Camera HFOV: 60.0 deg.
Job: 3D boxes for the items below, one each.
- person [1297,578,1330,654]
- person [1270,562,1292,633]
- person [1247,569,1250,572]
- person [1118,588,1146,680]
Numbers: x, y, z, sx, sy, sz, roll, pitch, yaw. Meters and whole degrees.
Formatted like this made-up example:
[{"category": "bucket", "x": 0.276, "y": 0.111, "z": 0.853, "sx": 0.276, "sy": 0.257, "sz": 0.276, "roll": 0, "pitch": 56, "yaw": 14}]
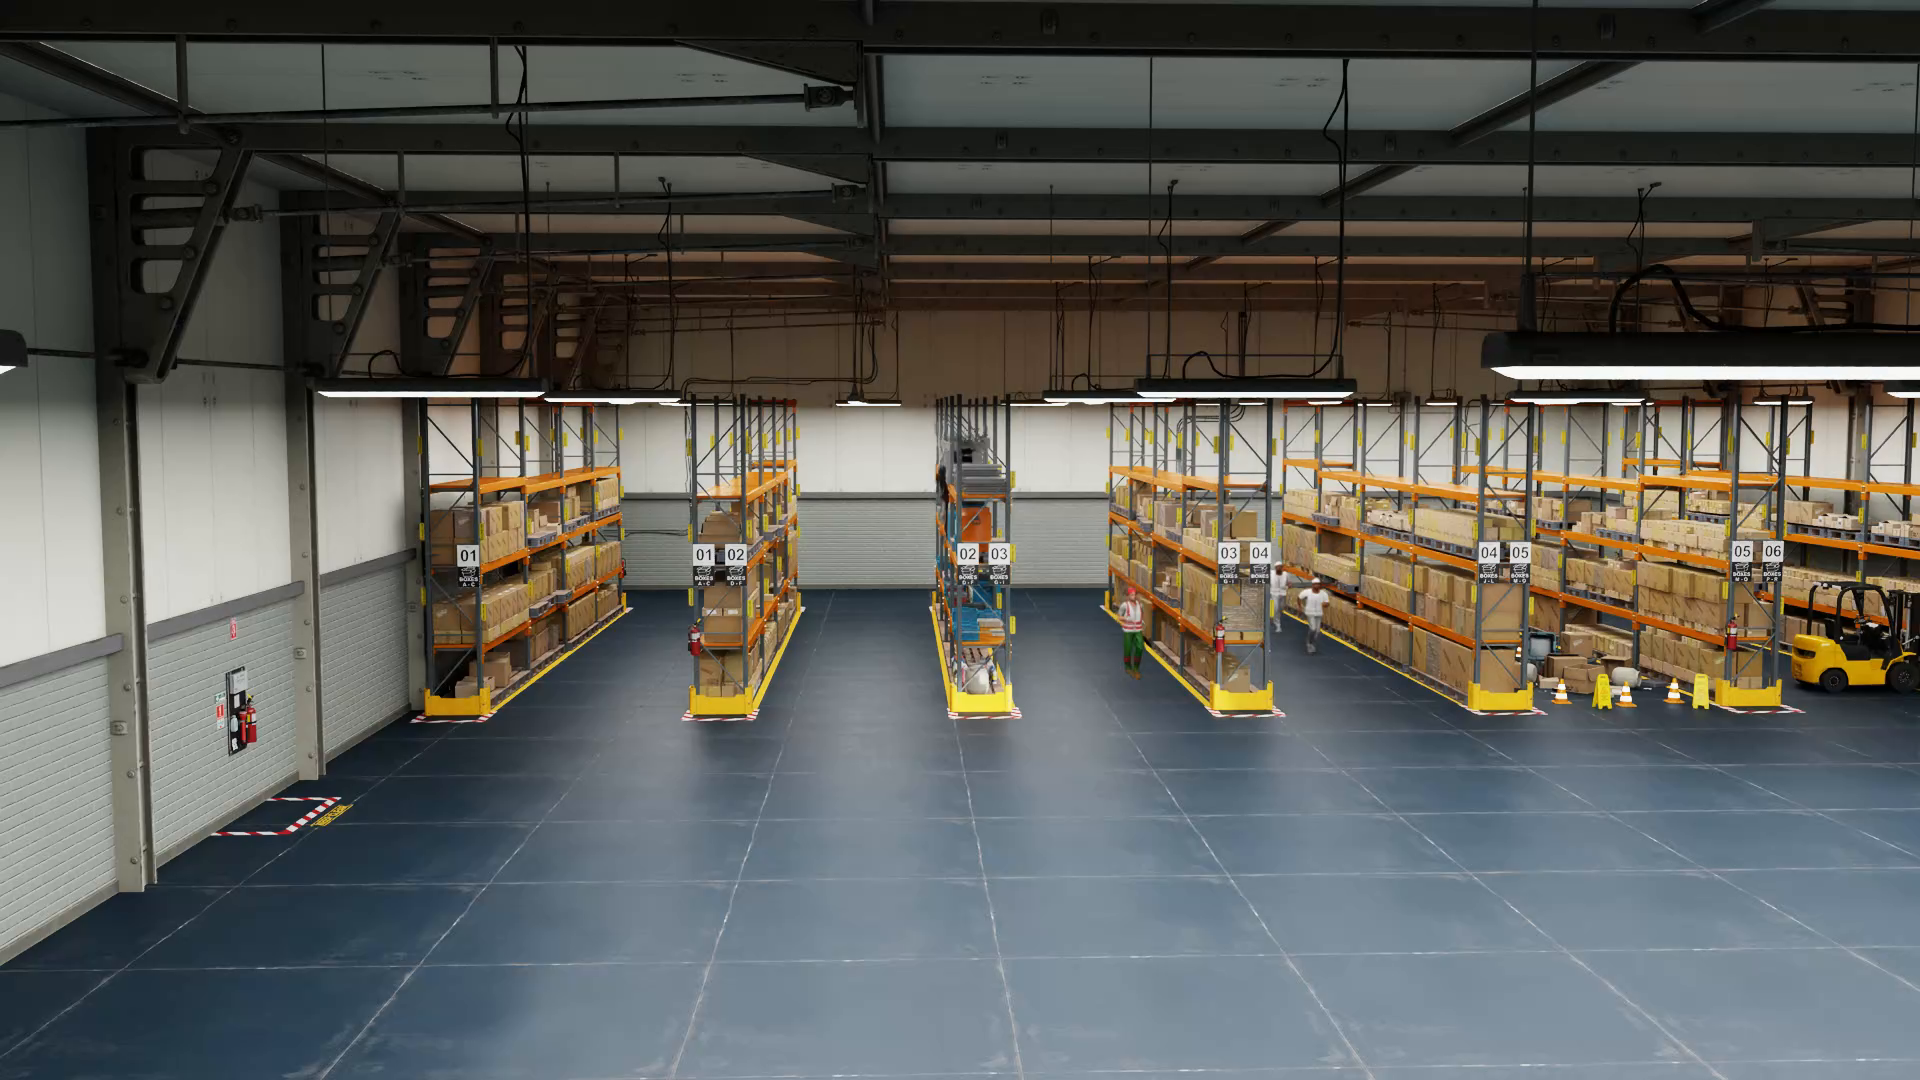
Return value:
[{"category": "person", "x": 8.310, "y": 1.782, "z": 38.964, "sx": 0.687, "sy": 1.791, "sz": 0.702, "roll": 0, "pitch": 5, "yaw": -6}, {"category": "person", "x": 8.279, "y": 1.448, "z": 43.113, "sx": 0.645, "sy": 1.799, "sz": 1.146, "roll": 0, "pitch": 5, "yaw": -4}, {"category": "person", "x": 7.993, "y": 1.335, "z": 44.924, "sx": 0.732, "sy": 1.723, "sz": 0.647, "roll": 1, "pitch": 5, "yaw": 7}, {"category": "person", "x": 3.526, "y": 1.907, "z": 33.749, "sx": 0.635, "sy": 1.865, "sz": 0.670, "roll": -1, "pitch": 5, "yaw": -10}]
